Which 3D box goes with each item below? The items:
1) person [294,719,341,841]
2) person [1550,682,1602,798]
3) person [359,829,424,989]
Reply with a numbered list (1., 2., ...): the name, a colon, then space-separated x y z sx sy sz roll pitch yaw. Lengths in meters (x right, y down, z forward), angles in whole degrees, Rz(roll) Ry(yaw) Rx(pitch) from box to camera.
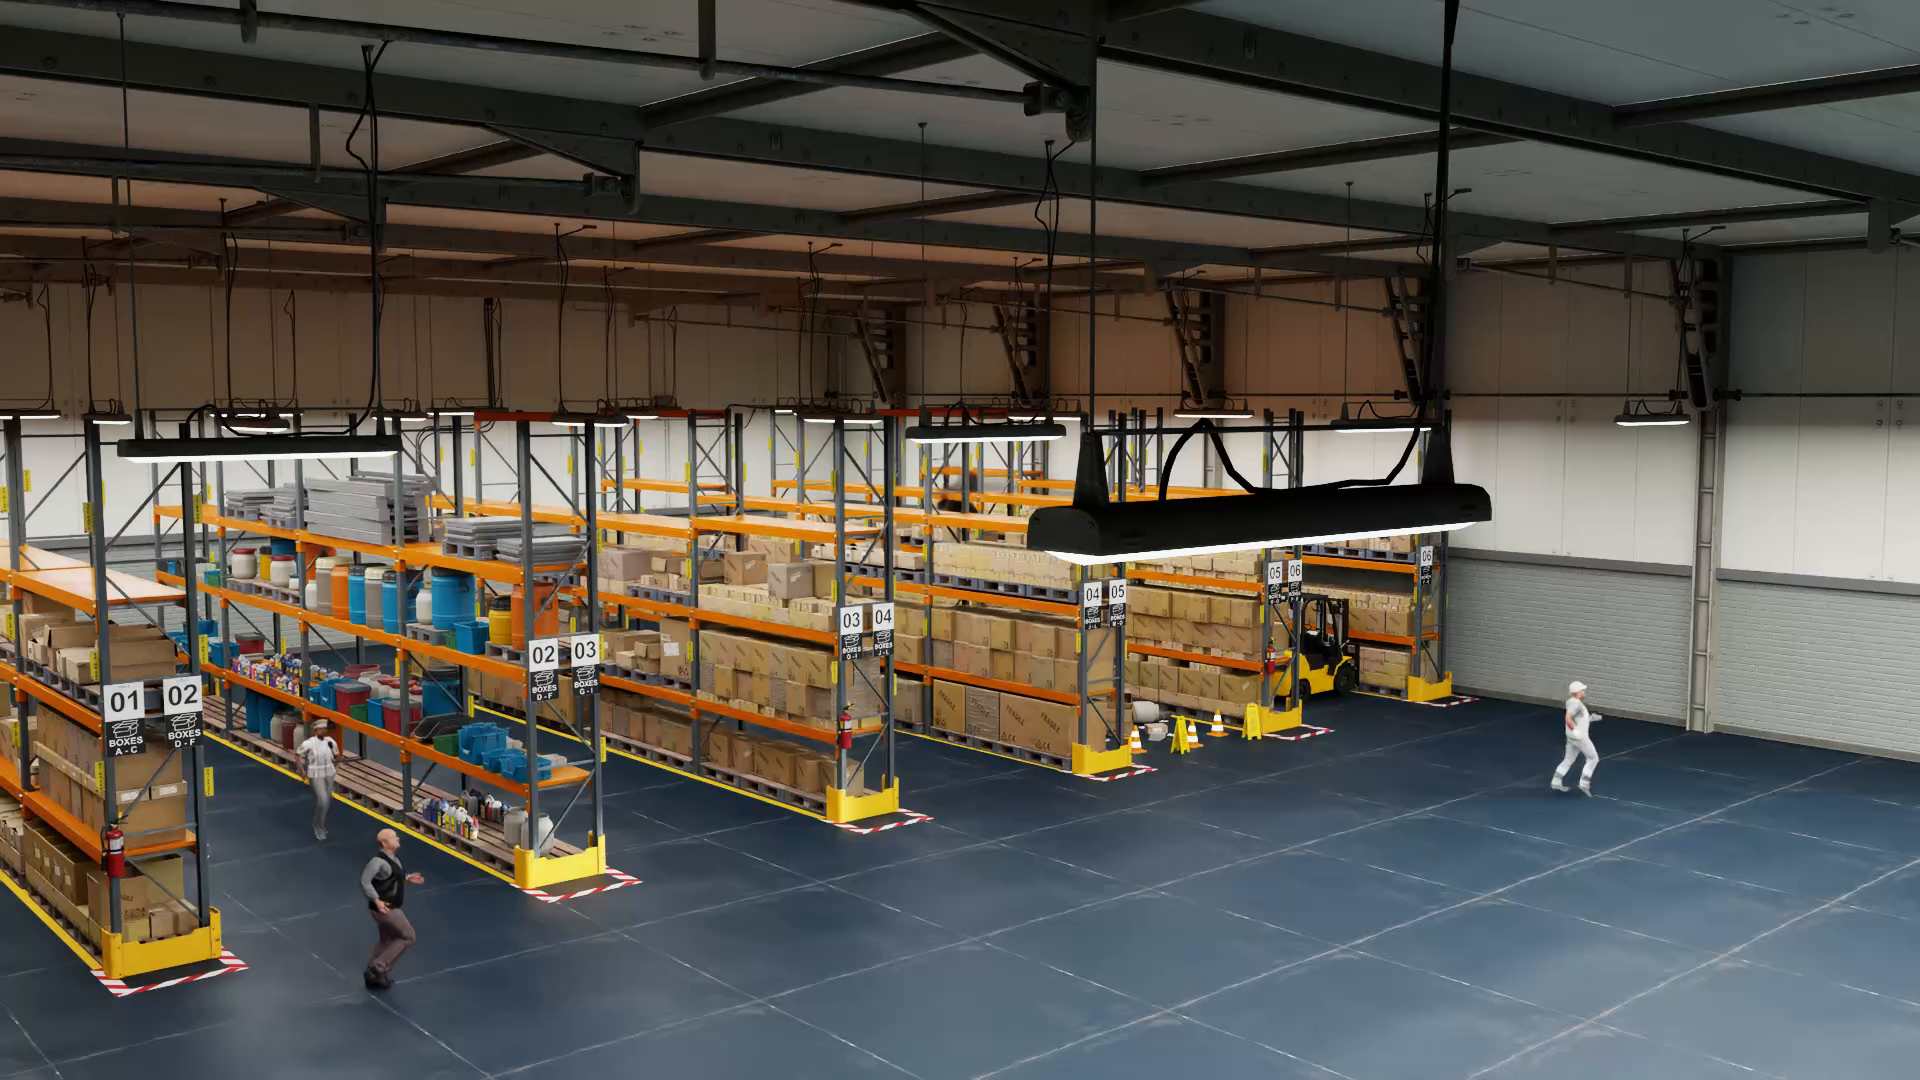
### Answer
1. person: -9.114 3.410 23.736 0.713 1.741 0.543 4 6 39
2. person: 9.723 3.143 26.168 0.762 1.839 0.643 0 5 1
3. person: -6.066 3.917 17.775 0.645 1.694 0.639 -1 5 -11
